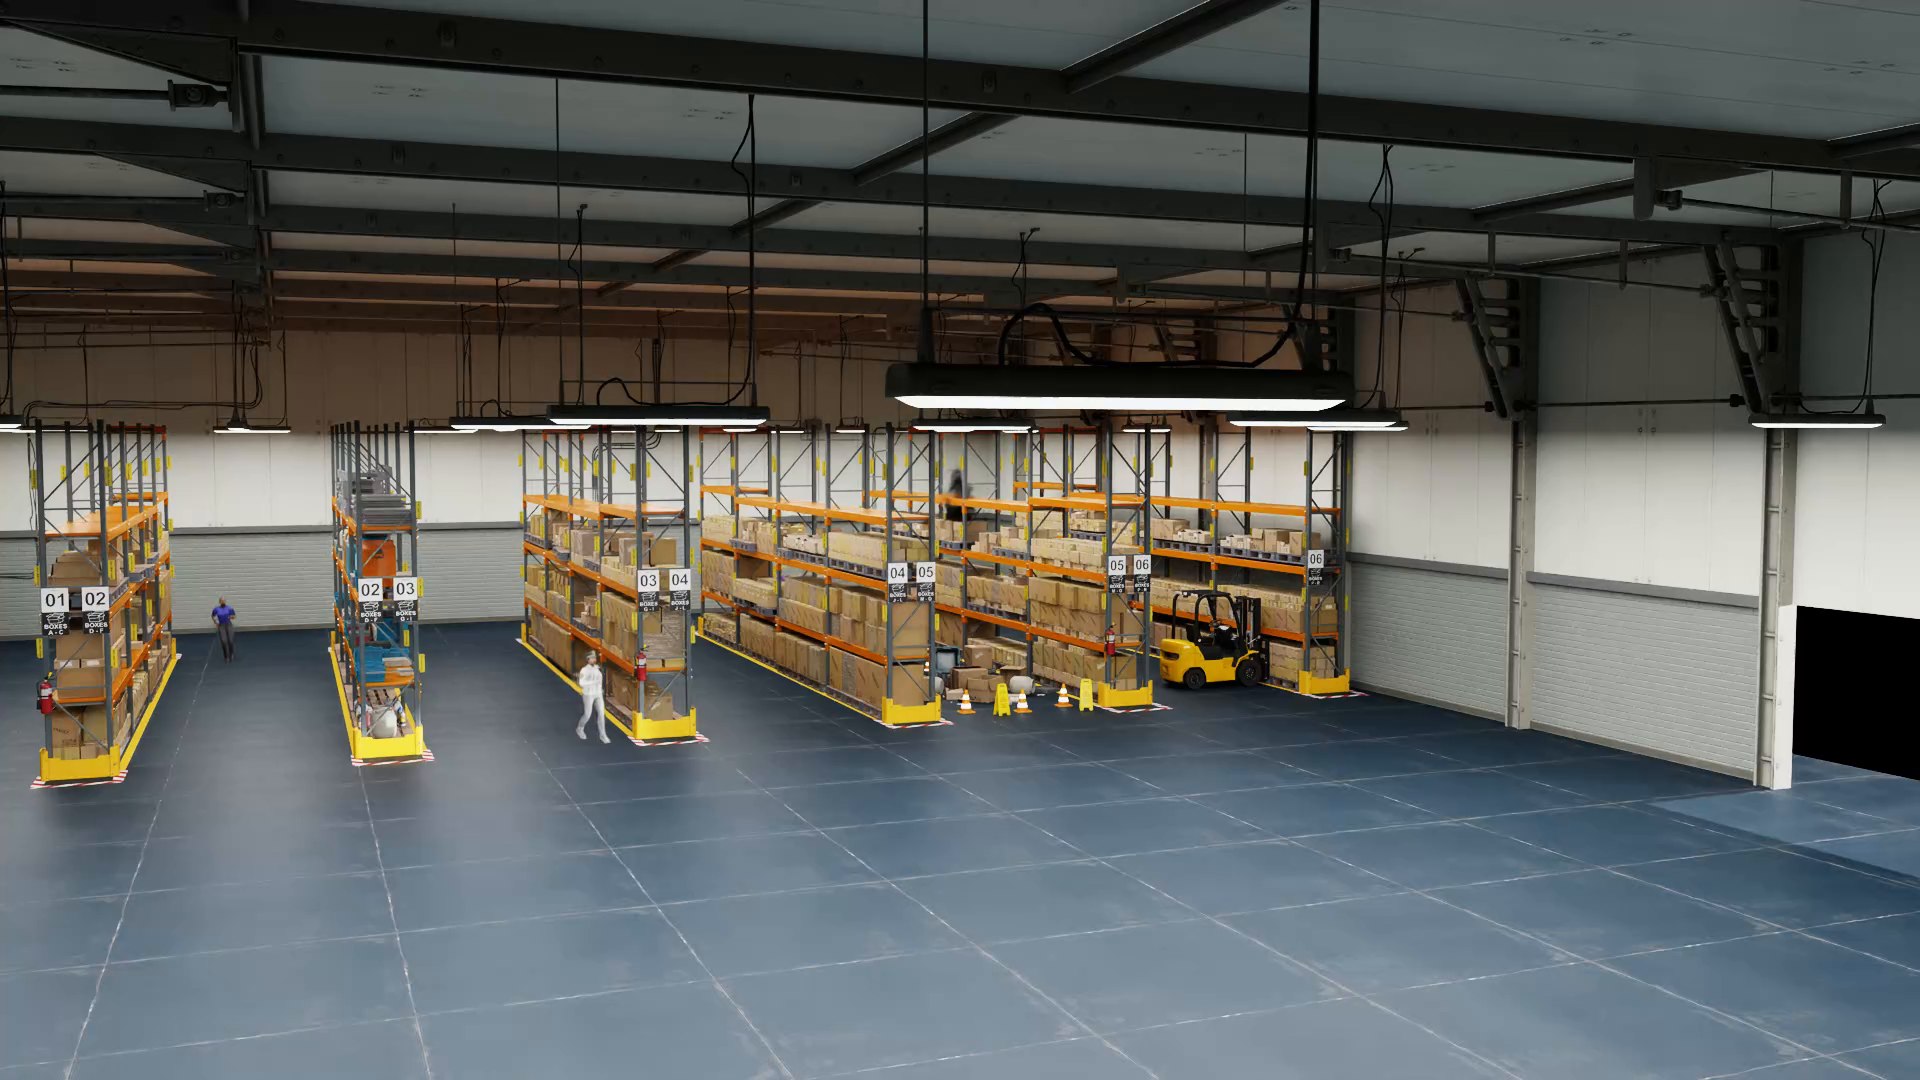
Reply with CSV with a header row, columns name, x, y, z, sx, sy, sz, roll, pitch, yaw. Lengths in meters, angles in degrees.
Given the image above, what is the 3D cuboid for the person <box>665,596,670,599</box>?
name,x,y,z,sx,sy,sz,roll,pitch,yaw
person,-7.880,2.053,45.593,0.516,1.614,0.694,-2,4,-23

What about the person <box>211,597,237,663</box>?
name,x,y,z,sx,sy,sz,roll,pitch,yaw
person,-18.643,2.287,42.162,0.578,1.718,0.729,-2,4,-28

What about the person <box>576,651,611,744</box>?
name,x,y,z,sx,sy,sz,roll,pitch,yaw
person,-6.860,2.912,31.024,0.855,1.713,0.602,3,5,40
